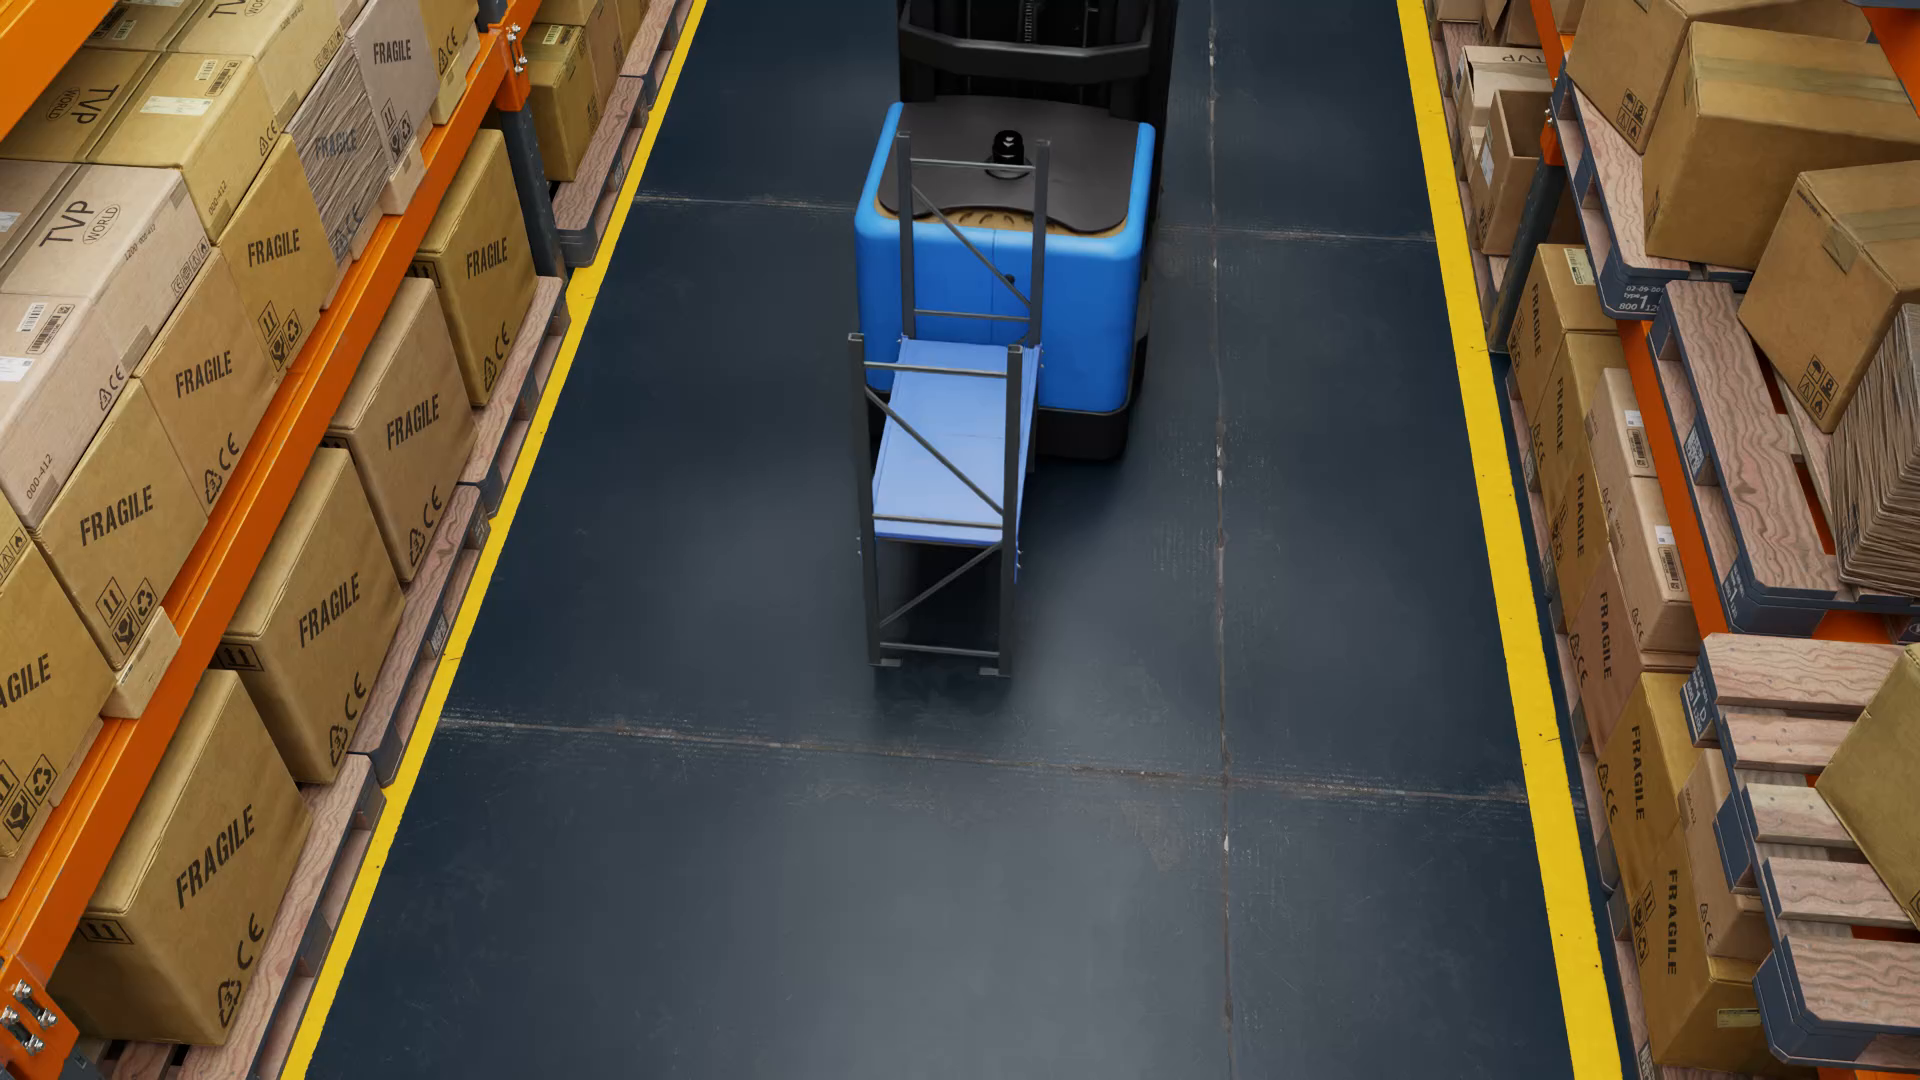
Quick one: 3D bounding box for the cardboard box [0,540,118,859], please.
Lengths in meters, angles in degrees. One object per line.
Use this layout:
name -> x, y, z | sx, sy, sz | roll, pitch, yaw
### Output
cardboard box -> -2.282, 0.327, 3.636 | 0.500, 0.500, 0.500 | 5, 48, 5

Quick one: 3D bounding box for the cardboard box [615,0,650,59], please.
cardboard box -> -1.948, -2.719, 8.113 | 0.700, 0.500, 0.500 | 5, 48, 4

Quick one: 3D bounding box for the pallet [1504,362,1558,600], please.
pallet -> 2.681, -0.260, 6.345 | 1.003, 0.211, 1.213 | 4, 48, 4

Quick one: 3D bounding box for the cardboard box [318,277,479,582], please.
cardboard box -> -2.224, -0.409, 5.763 | 0.750, 0.750, 0.750 | 5, 48, 5

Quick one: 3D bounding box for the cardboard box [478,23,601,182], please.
cardboard box -> -2.046, -1.973, 7.431 | 0.700, 0.500, 0.500 | 4, 48, 4

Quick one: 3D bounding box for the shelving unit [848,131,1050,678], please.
shelving unit -> -0.014, -0.428, 5.625 | 0.538, 1.500, 1.048 | 5, 48, 4

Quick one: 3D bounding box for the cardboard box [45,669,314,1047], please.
cardboard box -> -2.383, 0.859, 4.603 | 0.750, 0.750, 0.750 | 3, 48, 3

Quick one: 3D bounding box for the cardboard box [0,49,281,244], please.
cardboard box -> -2.152, -1.041, 4.378 | 0.500, 0.250, 0.500 | 3, 48, 3

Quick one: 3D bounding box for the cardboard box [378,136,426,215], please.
cardboard box -> -1.999, -1.214, 5.484 | 0.380, 0.149, 0.250 | 4, 48, 4

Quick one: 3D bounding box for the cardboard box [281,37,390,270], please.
cardboard box -> -2.098, -1.173, 5.007 | 0.500, 0.500, 0.500 | 4, 48, 4

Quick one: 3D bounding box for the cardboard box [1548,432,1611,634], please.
cardboard box -> 2.340, -0.008, 5.620 | 0.500, 0.500, 0.500 | 4, 48, 4

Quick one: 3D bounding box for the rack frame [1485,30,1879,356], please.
rack frame -> 2.717, -1.802, 5.865 | 1.000, 3.000, 0.127 | 4, 48, 4

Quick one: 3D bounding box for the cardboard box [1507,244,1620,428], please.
cardboard box -> 2.430, -0.767, 6.315 | 0.500, 0.500, 0.500 | 2, 48, 2

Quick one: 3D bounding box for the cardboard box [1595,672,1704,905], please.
cardboard box -> 2.252, 0.749, 4.928 | 0.500, 0.500, 0.500 | 2, 48, 2

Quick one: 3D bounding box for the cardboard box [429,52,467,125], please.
cardboard box -> -1.965, -1.600, 5.837 | 0.380, 0.149, 0.250 | 5, 48, 4

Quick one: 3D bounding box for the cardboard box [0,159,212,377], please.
cardboard box -> -2.193, -0.666, 4.035 | 0.500, 0.250, 0.500 | 4, 48, 4

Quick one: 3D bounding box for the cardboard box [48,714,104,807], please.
cardboard box -> -2.288, 0.474, 3.940 | 0.380, 0.149, 0.250 | 4, 48, 4

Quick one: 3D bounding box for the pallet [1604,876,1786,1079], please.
pallet -> 2.458, 1.533, 4.705 | 1.003, 0.211, 1.213 | 4, 48, 4

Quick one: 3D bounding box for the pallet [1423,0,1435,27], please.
pallet -> 3.003, -3.158, 8.996 | 1.003, 0.211, 1.213 | 4, 48, 4

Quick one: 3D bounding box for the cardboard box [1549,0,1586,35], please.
cardboard box -> 2.507, -2.220, 6.180 | 0.500, 0.500, 0.500 | 5, 48, 4

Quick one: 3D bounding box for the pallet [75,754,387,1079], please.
pallet -> -2.434, 1.174, 5.033 | 1.003, 0.211, 1.213 | 4, 48, 4

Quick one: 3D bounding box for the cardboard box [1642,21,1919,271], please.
cardboard box -> 2.452, -1.135, 4.903 | 0.700, 0.500, 0.500 | 11, 48, 10

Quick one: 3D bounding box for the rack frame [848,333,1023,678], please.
rack frame -> -0.070, -0.055, 5.284 | 0.500, 1.500, 0.032 | 5, 48, 4

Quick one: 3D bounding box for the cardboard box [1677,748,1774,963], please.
cardboard box -> 2.205, 0.835, 4.341 | 0.500, 0.250, 0.500 | 6, 48, 5

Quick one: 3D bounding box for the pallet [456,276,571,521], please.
pallet -> -2.211, -0.619, 6.673 | 1.003, 0.211, 1.213 | 4, 48, 4

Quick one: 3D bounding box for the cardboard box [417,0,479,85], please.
cardboard box -> -2.007, -1.917, 5.687 | 0.500, 0.500, 0.500 | 3, 48, 3

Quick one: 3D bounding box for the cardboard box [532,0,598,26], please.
cardboard box -> -1.833, -2.431, 7.411 | 0.380, 0.149, 0.250 | 5, 48, 5

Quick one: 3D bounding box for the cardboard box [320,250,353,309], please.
cardboard box -> -2.125, -0.856, 5.157 | 0.380, 0.149, 0.250 | 3, 48, 2

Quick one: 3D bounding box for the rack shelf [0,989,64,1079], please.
rack shelf -> -2.763, 2.520, 2.400 | 1.077, 0.370, 4.000 | 4, 48, 4

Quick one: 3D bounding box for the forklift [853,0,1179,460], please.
forklift -> 0.336, -2.401, 6.460 | 1.130, 2.935, 3.031 | 6, 48, 6

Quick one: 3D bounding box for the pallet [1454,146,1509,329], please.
pallet -> 2.781, -1.365, 7.356 | 1.003, 0.211, 1.213 | 4, 48, 4

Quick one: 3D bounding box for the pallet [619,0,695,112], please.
pallet -> -1.960, -2.643, 8.525 | 1.003, 0.211, 1.213 | 4, 48, 4

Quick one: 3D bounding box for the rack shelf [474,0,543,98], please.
rack shelf -> -2.034, -3.359, 7.777 | 1.077, 0.370, 4.000 | 4, 48, 4

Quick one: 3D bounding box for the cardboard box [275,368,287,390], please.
cardboard box -> -2.191, -0.469, 4.803 | 0.380, 0.149, 0.250 | 4, 48, 4

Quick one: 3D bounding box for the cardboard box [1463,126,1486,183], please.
cardboard box -> 2.461, -1.705, 7.411 | 0.380, 0.149, 0.250 | 4, 48, 4

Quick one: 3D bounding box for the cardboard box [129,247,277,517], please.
cardboard box -> -2.178, -0.422, 4.320 | 0.500, 0.500, 0.500 | 4, 48, 3

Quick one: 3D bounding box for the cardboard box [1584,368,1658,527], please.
cardboard box -> 2.339, -0.286, 5.366 | 0.500, 0.250, 0.500 | 4, 48, 4

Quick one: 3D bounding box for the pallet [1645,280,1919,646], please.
pallet -> 2.525, -0.227, 4.555 | 1.003, 0.211, 1.213 | 4, 48, 4

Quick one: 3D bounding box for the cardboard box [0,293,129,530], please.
cardboard box -> -2.234, -0.298, 3.699 | 0.500, 0.250, 0.500 | 3, 48, 3

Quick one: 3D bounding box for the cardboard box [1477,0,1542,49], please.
cardboard box -> 2.883, -2.489, 7.887 | 0.797, 0.503, 0.637 | 4, 48, 4

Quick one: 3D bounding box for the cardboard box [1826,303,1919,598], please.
cardboard box -> 2.571, -0.167, 4.018 | 0.700, 0.500, 0.500 | 12, 49, 11

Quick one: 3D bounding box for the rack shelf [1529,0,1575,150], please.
rack shelf -> 2.899, -3.029, 7.475 | 1.077, 0.370, 4.000 | 4, 48, 4
